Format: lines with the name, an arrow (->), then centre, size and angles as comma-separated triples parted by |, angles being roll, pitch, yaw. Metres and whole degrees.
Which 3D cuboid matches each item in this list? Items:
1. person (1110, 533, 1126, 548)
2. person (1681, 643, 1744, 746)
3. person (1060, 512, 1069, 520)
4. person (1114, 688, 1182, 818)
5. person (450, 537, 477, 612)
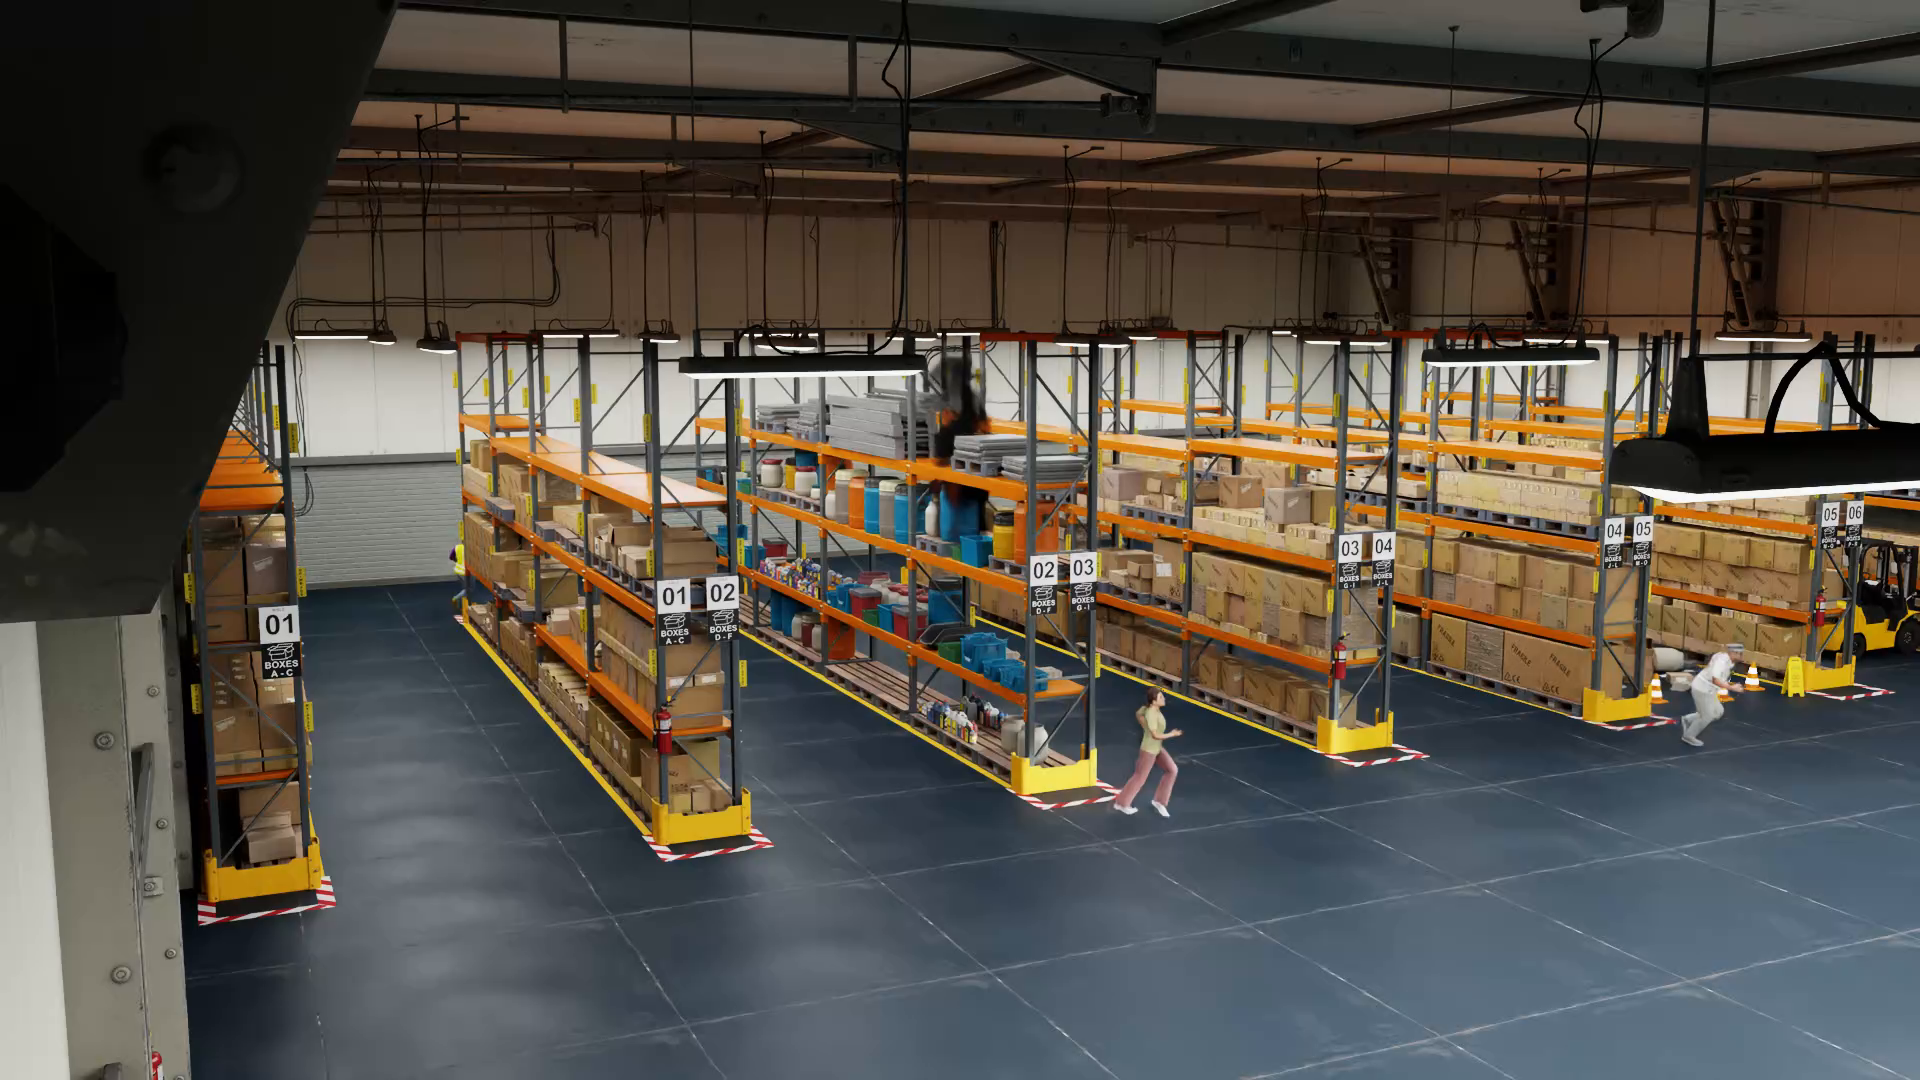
person -> 4.162, -0.383, 43.337 | 0.658, 1.758, 0.790 | 5, 9, 33
person -> 11.136, 2.264, 24.577 | 0.841, 1.563, 0.693 | 5, 9, 31
person -> 2.569, -0.004, 40.812 | 0.683, 1.693, 0.532 | 5, 9, 31
person -> 2.382, 2.688, 20.994 | 0.848, 1.691, 0.578 | 2, 8, 14
person -> -10.584, 0.696, 35.550 | 0.824, 1.712, 0.595 | 6, 10, 40
